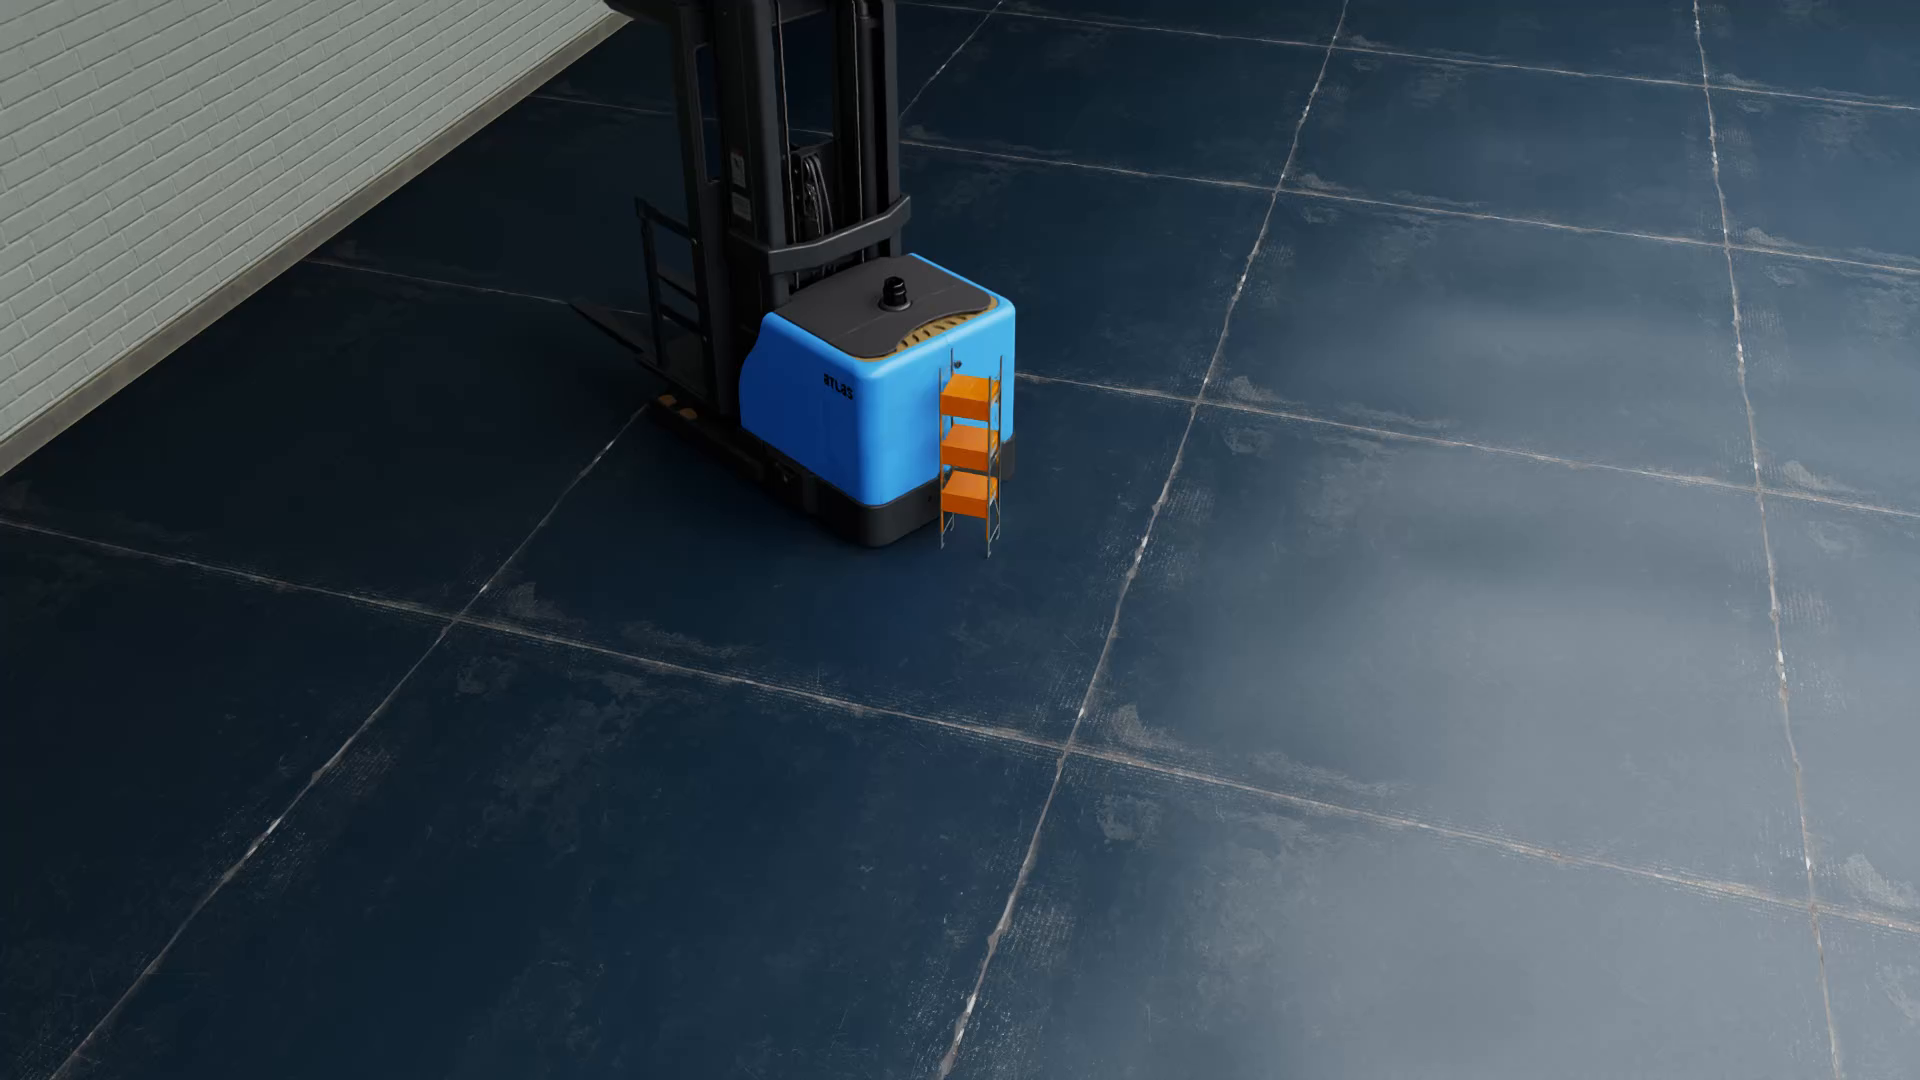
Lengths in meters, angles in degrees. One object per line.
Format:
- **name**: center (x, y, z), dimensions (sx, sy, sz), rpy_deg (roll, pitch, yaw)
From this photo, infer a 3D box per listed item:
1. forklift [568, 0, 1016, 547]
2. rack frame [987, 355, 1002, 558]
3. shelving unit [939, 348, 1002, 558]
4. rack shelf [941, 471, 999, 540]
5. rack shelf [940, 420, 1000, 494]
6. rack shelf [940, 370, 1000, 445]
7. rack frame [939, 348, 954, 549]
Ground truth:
- **forklift**: center (-1.085, -1.929, 8.583), dimensions (1.130, 2.935, 3.031), rpy_deg (-29, 45, -34)
- **rack frame**: center (0.168, -0.392, 8.082), dimensions (0.008, 1.050, 0.200), rpy_deg (10, 38, 14)
- **shelving unit**: center (0.051, -0.413, 8.111), dimensions (0.252, 1.050, 0.215), rpy_deg (10, 38, 14)
- **rack shelf**: center (0.051, -0.181, 8.282), dimensions (0.240, 0.259, 0.215), rpy_deg (10, 38, 14)
- **rack shelf**: center (0.051, -0.405, 8.117), dimensions (0.240, 0.259, 0.215), rpy_deg (10, 38, 14)
- **rack shelf**: center (0.051, -0.633, 7.949), dimensions (0.240, 0.259, 0.215), rpy_deg (10, 38, 14)
- **rack frame**: center (-0.065, -0.435, 8.140), dimensions (0.008, 1.050, 0.200), rpy_deg (10, 38, 14)
